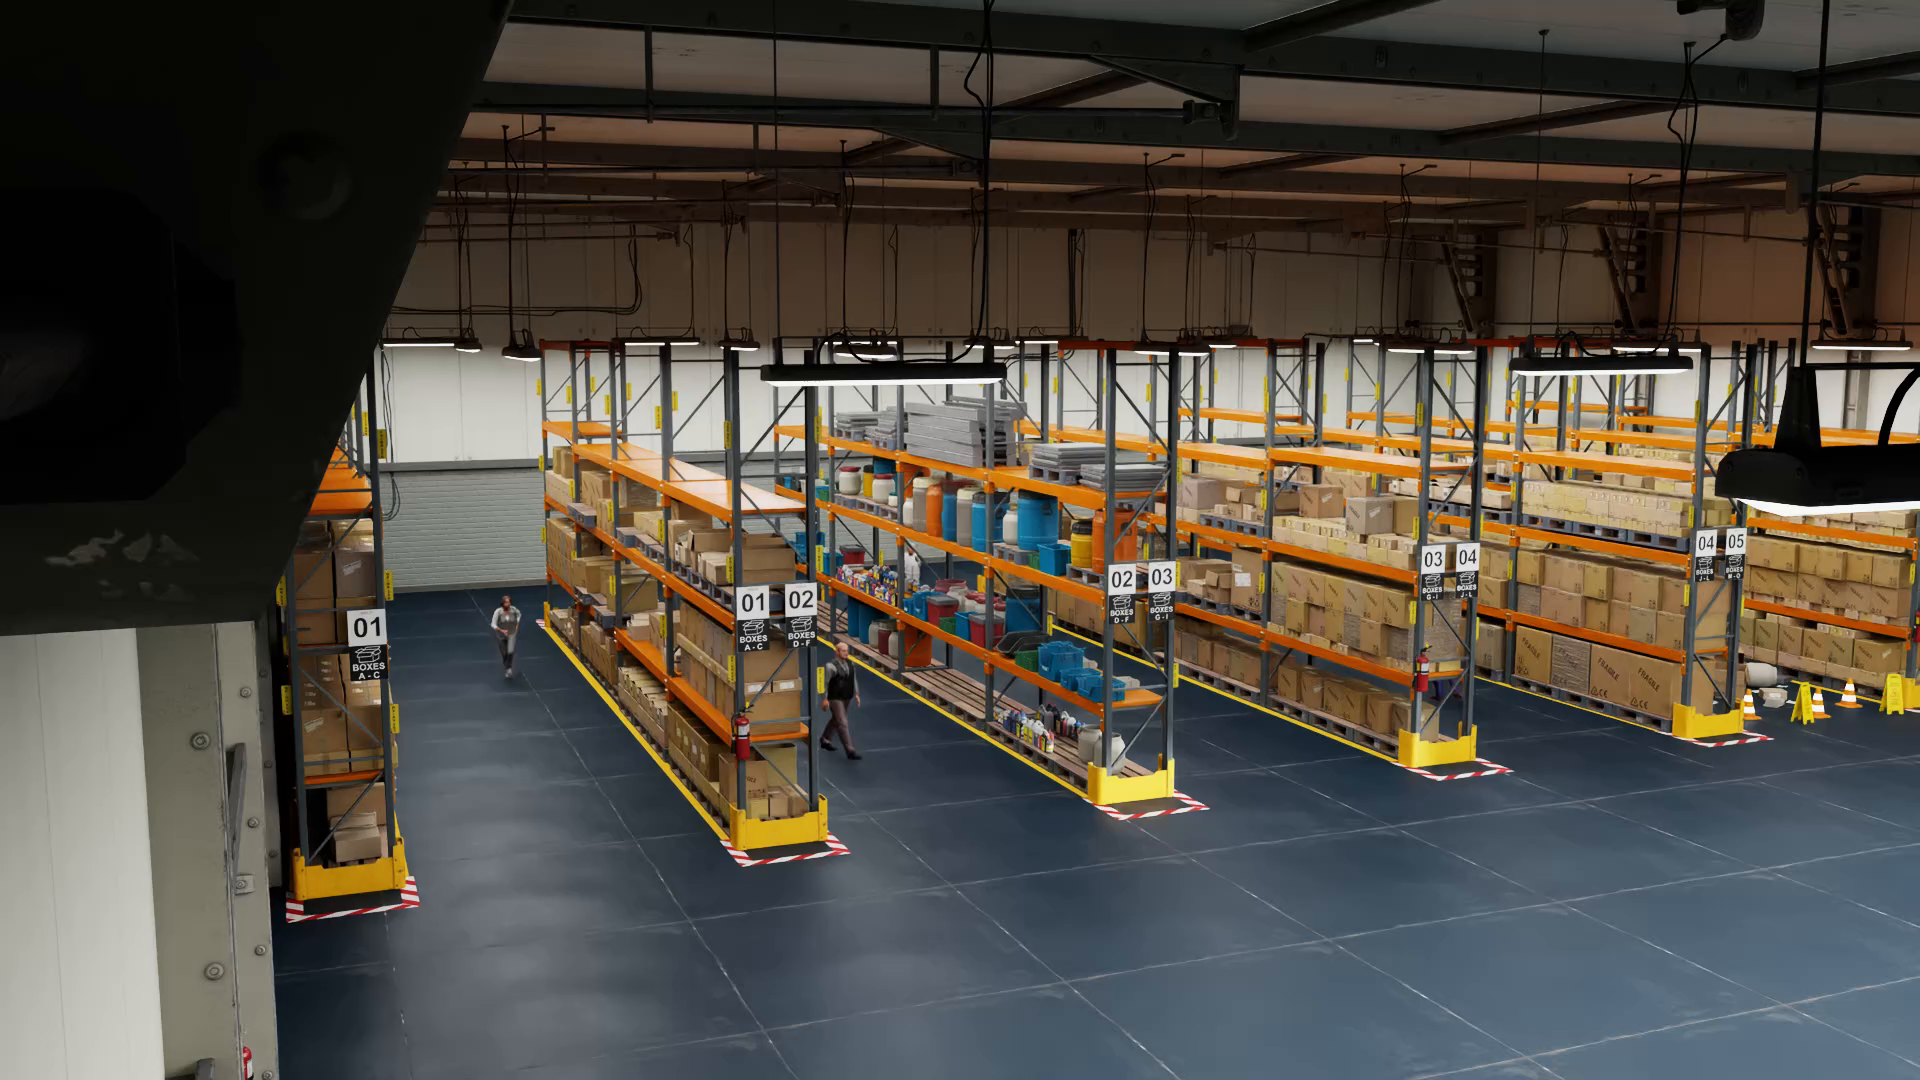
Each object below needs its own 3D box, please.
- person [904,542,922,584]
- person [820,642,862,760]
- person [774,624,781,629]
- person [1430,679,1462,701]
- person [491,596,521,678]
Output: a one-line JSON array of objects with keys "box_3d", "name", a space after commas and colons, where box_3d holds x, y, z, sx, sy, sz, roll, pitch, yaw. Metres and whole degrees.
[{"box_3d": [-1.059, 0.847, 35.920, 0.525, 1.594, 1.037, -3, 8, -19], "name": "person"}, {"box_3d": [-1.708, 2.322, 24.316, 1.022, 1.664, 0.552, 5, 9, 35], "name": "person"}, {"box_3d": [-3.224, 1.855, 28.116, 0.502, 1.599, 1.044, -4, 9, -31], "name": "person"}, {"box_3d": [8.152, 1.907, 27.914, 0.536, 1.631, 0.522, -3, 8, -20], "name": "person"}, {"box_3d": [-8.080, 1.713, 29.652, 0.493, 1.515, 0.784, -1, 8, -10], "name": "person"}]
